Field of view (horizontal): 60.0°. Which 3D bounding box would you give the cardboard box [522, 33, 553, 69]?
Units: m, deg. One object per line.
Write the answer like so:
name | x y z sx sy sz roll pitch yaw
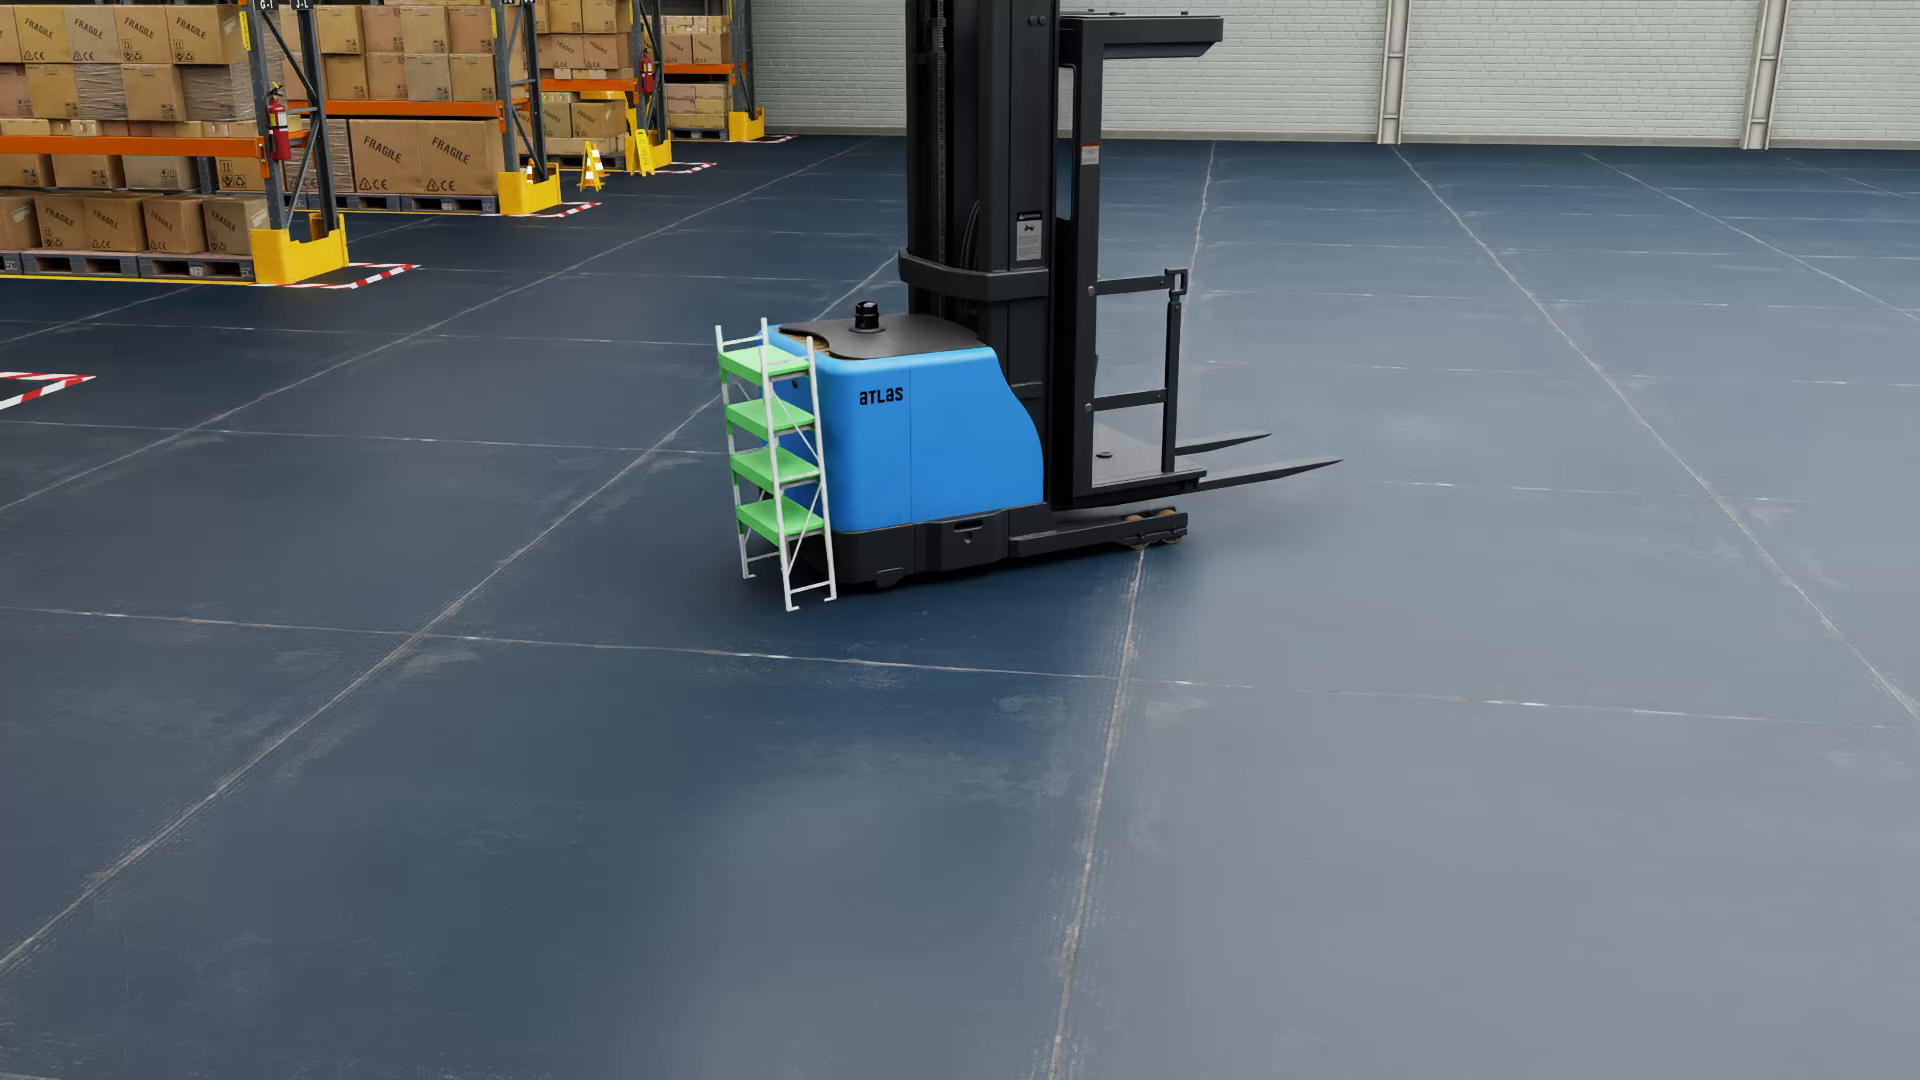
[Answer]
cardboard box | -6.193 -7.249 24.614 0.500 0.500 0.500 3 19 8

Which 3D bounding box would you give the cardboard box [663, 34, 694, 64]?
cardboard box | -4.881 -8.641 29.242 0.500 0.500 0.500 4 19 10

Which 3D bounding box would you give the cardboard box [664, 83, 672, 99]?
cardboard box | -5.351 -7.963 29.470 0.500 0.250 0.500 3 19 9

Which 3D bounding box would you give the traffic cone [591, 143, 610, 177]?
traffic cone | -5.255 -5.481 23.955 0.334 0.463 0.336 3 19 9

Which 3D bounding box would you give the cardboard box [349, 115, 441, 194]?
cardboard box | -6.861 -4.759 20.486 0.875 0.875 0.875 3 19 8

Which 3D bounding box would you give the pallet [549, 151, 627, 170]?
pallet | -5.498 -5.800 25.304 1.213 0.211 1.003 3 19 9

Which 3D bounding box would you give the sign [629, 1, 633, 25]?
sign | -4.734 -7.593 23.945 0.005 0.325 0.100 3 19 9

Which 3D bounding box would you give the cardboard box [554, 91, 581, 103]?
cardboard box | -5.832 -6.581 24.712 0.250 0.149 0.380 3 19 10

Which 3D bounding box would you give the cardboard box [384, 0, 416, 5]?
cardboard box | -8.175 -7.840 24.806 0.500 0.500 0.700 3 19 8

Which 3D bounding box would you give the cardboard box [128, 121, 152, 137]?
cardboard box | -7.498 -3.845 15.462 0.250 0.149 0.380 3 19 9

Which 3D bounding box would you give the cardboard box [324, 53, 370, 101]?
cardboard box | -7.294 -5.688 20.340 0.500 0.550 0.875 3 19 9

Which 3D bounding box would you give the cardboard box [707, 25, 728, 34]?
cardboard box | -4.229 -8.906 29.014 0.250 0.149 0.380 3 19 9

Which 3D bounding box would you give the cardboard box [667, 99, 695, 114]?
cardboard box | -4.866 -7.709 29.500 0.500 0.250 0.500 3 19 8

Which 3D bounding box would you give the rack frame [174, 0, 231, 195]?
rack frame | -9.261 -5.712 20.647 0.127 3.000 1.000 3 19 9

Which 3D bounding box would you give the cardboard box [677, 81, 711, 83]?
cardboard box | -4.781 -8.099 29.876 0.500 0.250 0.500 3 19 9

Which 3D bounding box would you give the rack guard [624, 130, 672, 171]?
rack guard | -4.701 -5.885 25.103 0.348 0.500 1.175 3 19 9

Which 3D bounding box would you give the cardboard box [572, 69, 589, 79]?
cardboard box | -5.547 -6.897 24.584 0.250 0.149 0.380 3 19 8

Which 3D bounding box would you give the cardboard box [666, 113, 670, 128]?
cardboard box | -5.338 -7.498 29.655 0.500 0.250 0.500 3 19 9

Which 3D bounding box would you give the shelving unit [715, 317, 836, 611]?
shelving unit | -0.819 -0.341 7.406 0.258 1.200 0.503 -14 23 -26

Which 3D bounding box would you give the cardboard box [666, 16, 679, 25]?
cardboard box | -4.975 -9.113 29.163 0.250 0.149 0.380 3 19 9

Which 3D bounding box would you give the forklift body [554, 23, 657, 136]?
forklift body | -6.004 -7.743 28.055 1.214 2.155 2.313 3 19 9

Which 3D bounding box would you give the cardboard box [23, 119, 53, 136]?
cardboard box | -8.500 -3.868 15.531 0.250 0.149 0.380 3 19 9

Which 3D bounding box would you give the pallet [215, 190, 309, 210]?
pallet | -8.522 -4.327 20.902 1.213 0.211 1.003 3 19 9

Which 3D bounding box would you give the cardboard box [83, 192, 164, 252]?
cardboard box | -8.023 -3.069 16.026 0.500 0.500 0.500 5 19 14

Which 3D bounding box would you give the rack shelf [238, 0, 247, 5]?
rack shelf | -8.173 -5.144 15.355 4.000 0.370 1.077 3 19 9

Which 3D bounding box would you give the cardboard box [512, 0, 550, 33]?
cardboard box | -6.183 -7.708 24.409 0.500 0.500 0.700 3 19 8

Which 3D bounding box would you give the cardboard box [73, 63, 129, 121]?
cardboard box | -7.736 -4.213 15.540 0.500 0.500 0.875 3 19 9

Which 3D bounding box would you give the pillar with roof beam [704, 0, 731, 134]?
pillar with roof beam | -5.070 -10.435 25.309 0.400 9.000 9.100 3 19 9

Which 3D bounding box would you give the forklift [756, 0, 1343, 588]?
forklift | 0.556 -1.482 8.114 3.031 2.935 1.130 -9 21 -26

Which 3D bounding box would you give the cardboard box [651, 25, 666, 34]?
cardboard box | -5.247 -8.957 29.165 0.250 0.149 0.380 2 19 7

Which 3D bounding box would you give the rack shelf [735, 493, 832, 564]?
rack shelf | -0.800 -0.057 7.512 0.258 0.148 0.480 -14 23 -26

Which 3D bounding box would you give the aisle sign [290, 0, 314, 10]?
aisle sign | -6.089 -5.285 15.275 0.004 0.787 0.394 3 19 9

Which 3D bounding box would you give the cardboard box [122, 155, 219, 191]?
cardboard box | -9.888 -4.847 20.946 0.750 0.750 1.050 3 19 8

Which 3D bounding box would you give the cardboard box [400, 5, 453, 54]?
cardboard box | -6.229 -6.123 19.939 0.550 0.550 0.875 3 19 9

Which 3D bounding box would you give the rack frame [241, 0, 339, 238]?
rack frame | -6.198 -3.962 15.416 0.127 3.000 1.000 3 19 9

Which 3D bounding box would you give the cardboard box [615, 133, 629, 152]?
cardboard box | -5.379 -6.089 25.445 0.500 0.250 0.500 3 19 8

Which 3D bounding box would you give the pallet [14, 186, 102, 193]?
pallet | -11.243 -4.465 21.316 1.213 0.211 1.003 3 19 9

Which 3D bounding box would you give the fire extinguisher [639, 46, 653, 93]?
fire extinguisher | -4.586 -6.880 24.259 0.183 0.674 0.296 3 19 9

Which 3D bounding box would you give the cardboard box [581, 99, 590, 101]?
cardboard box | -5.919 -6.470 25.404 0.500 0.500 0.500 2 19 7

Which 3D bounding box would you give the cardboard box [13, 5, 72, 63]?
cardboard box | -8.260 -4.652 15.276 0.500 0.500 0.500 3 19 9

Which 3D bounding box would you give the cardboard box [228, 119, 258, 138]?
cardboard box | -6.512 -3.792 15.306 0.250 0.149 0.380 3 19 9
